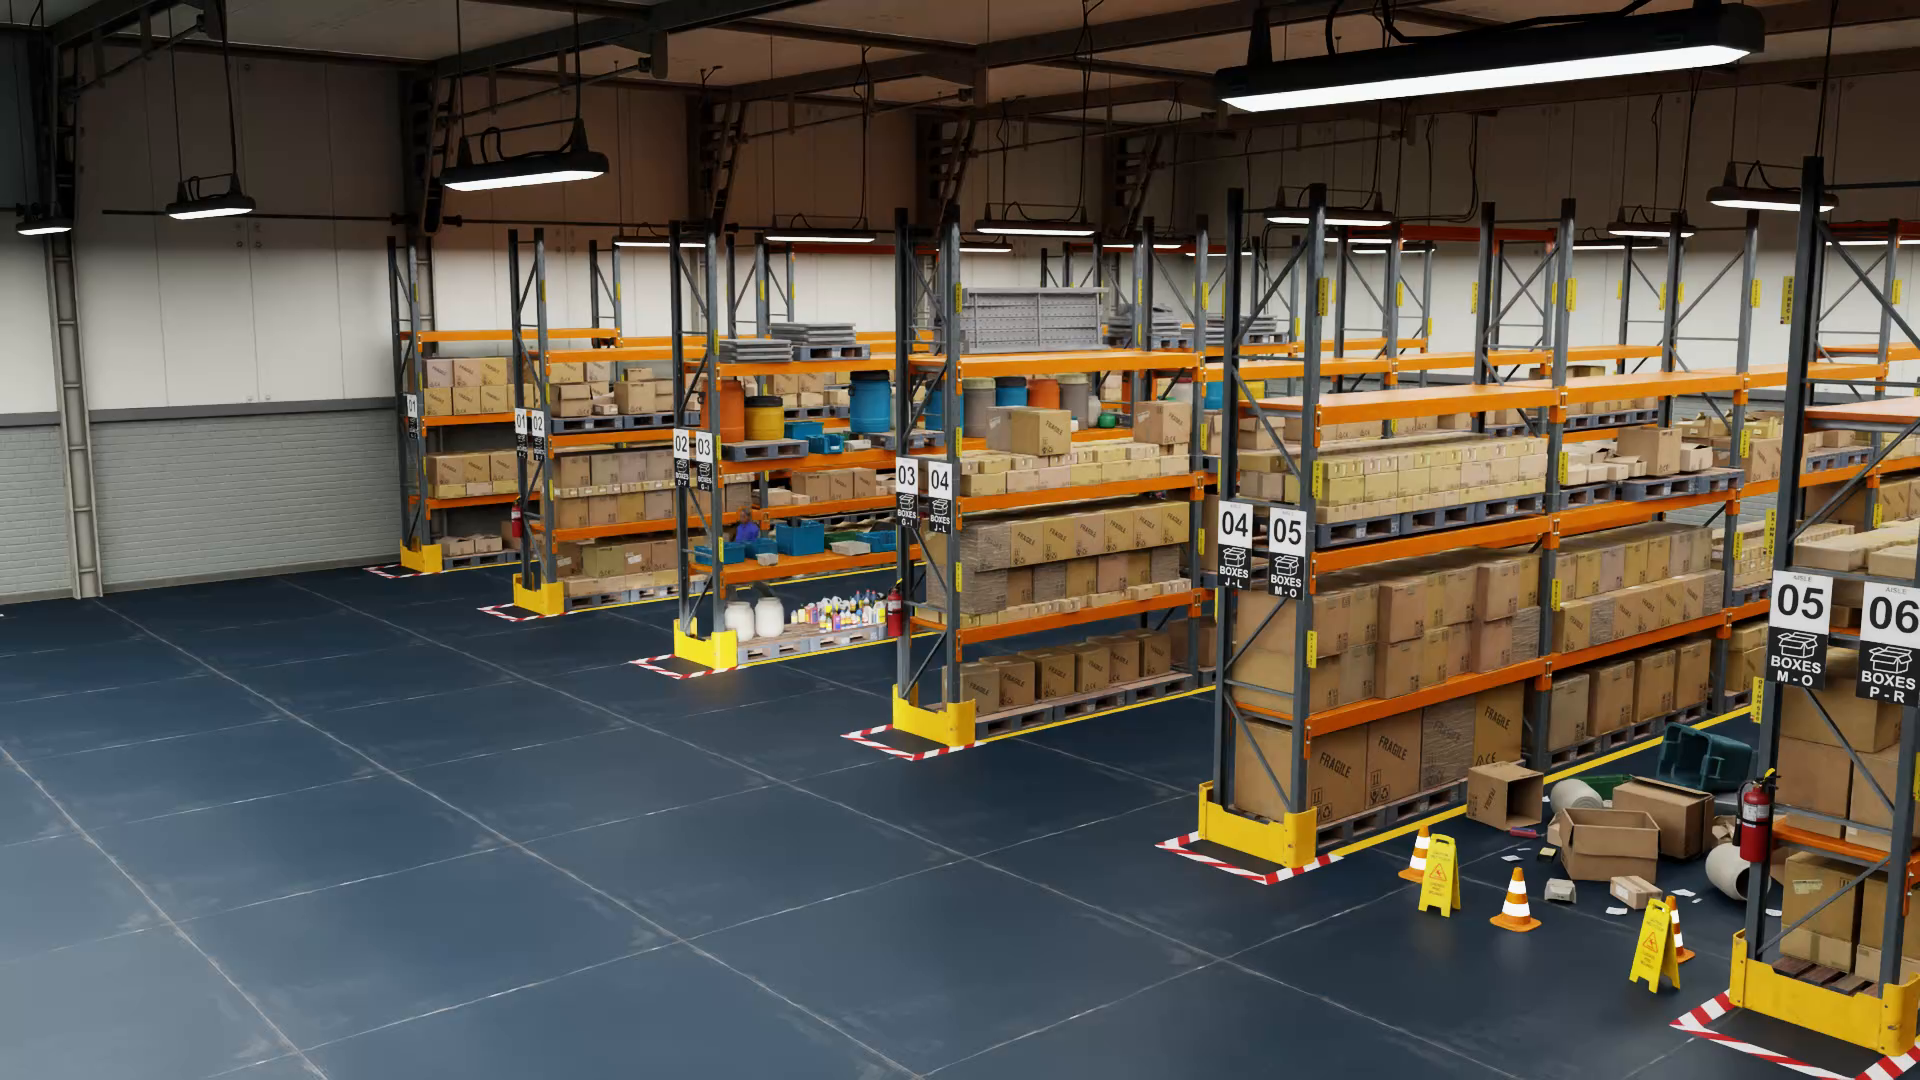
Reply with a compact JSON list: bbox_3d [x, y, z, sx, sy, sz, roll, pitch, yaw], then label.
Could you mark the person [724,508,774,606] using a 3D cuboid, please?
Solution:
[{"bbox_3d":[-3.226,0.303,25.362,0.479,1.617,0.906,6,11,34],"label":"person"}]
